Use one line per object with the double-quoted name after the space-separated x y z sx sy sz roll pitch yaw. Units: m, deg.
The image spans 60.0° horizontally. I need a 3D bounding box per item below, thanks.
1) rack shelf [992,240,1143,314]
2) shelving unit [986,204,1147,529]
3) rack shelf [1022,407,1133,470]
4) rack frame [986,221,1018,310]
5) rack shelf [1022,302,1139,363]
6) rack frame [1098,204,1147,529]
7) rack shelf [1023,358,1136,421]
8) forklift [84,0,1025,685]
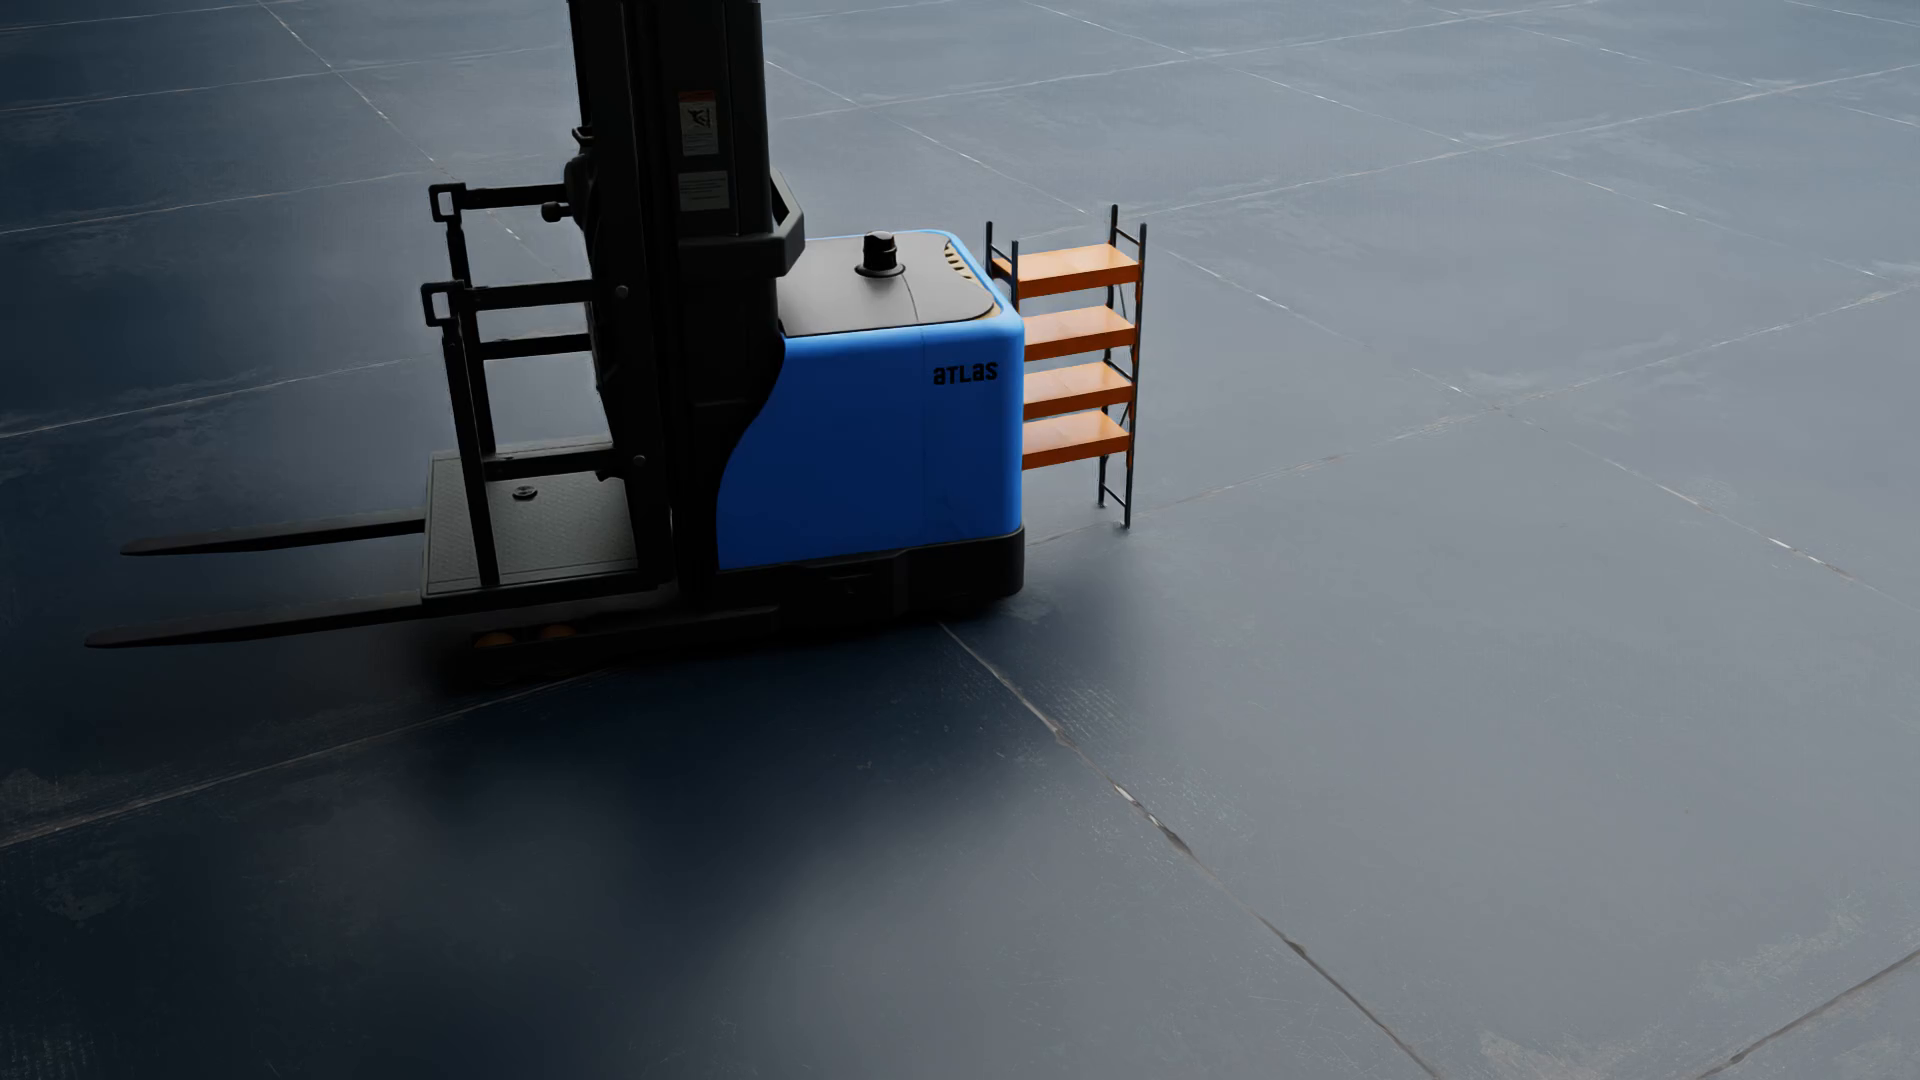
0.369 -0.920 5.861 0.480 0.148 0.258 -11 31 -20 "rack shelf"
0.369 -0.576 6.051 0.503 1.200 0.258 -11 31 -20 "shelving unit"
0.369 -0.343 6.180 0.480 0.148 0.258 -11 31 -20 "rack shelf"
0.144 -0.530 5.969 0.015 1.200 0.240 -11 31 -20 "rack frame"
0.369 -0.713 5.976 0.480 0.148 0.258 -11 31 -20 "rack shelf"
0.594 -0.621 6.133 0.015 1.200 0.240 -11 31 -20 "rack frame"
0.369 -0.517 6.084 0.480 0.148 0.258 -11 31 -20 "rack shelf"
-1.351 -1.096 5.203 3.031 2.935 1.130 -7 30 -13 "forklift"
